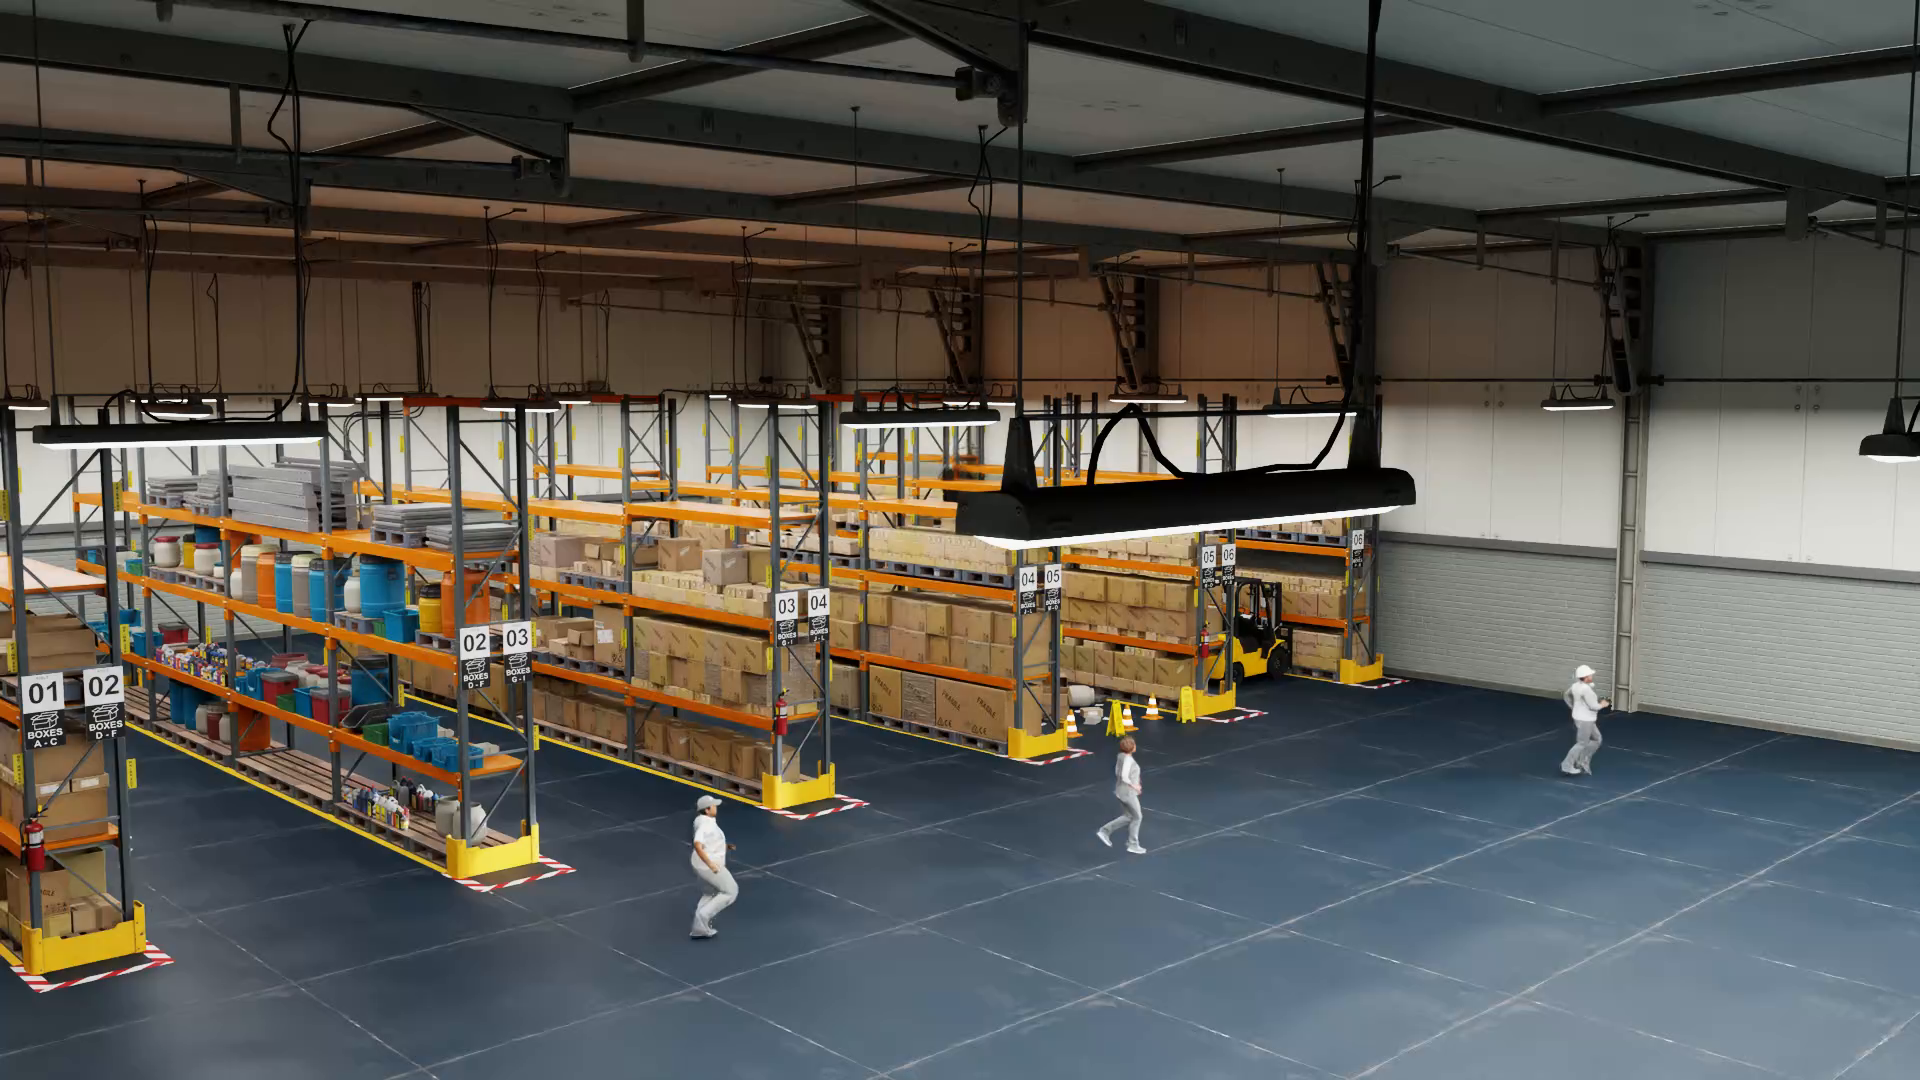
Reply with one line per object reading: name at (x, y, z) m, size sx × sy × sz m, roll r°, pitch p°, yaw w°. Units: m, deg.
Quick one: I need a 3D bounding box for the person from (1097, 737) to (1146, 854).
person at (2.178, 3.412, 22.154) m, size 0.675 × 1.589 × 0.550 m, roll -1°, pitch 6°, yaw -13°

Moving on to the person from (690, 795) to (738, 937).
person at (-2.796, 3.692, 18.867) m, size 0.559 × 1.619 × 0.593 m, roll -2°, pitch 6°, yaw -23°

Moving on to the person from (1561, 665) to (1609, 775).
person at (9.978, 2.892, 26.537) m, size 0.721 × 1.806 × 0.625 m, roll 1°, pitch 6°, yaw 8°

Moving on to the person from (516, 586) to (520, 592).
person at (-9.865, 1.861, 37.470) m, size 0.728 × 1.728 × 0.656 m, roll -4°, pitch 7°, yaw -35°
